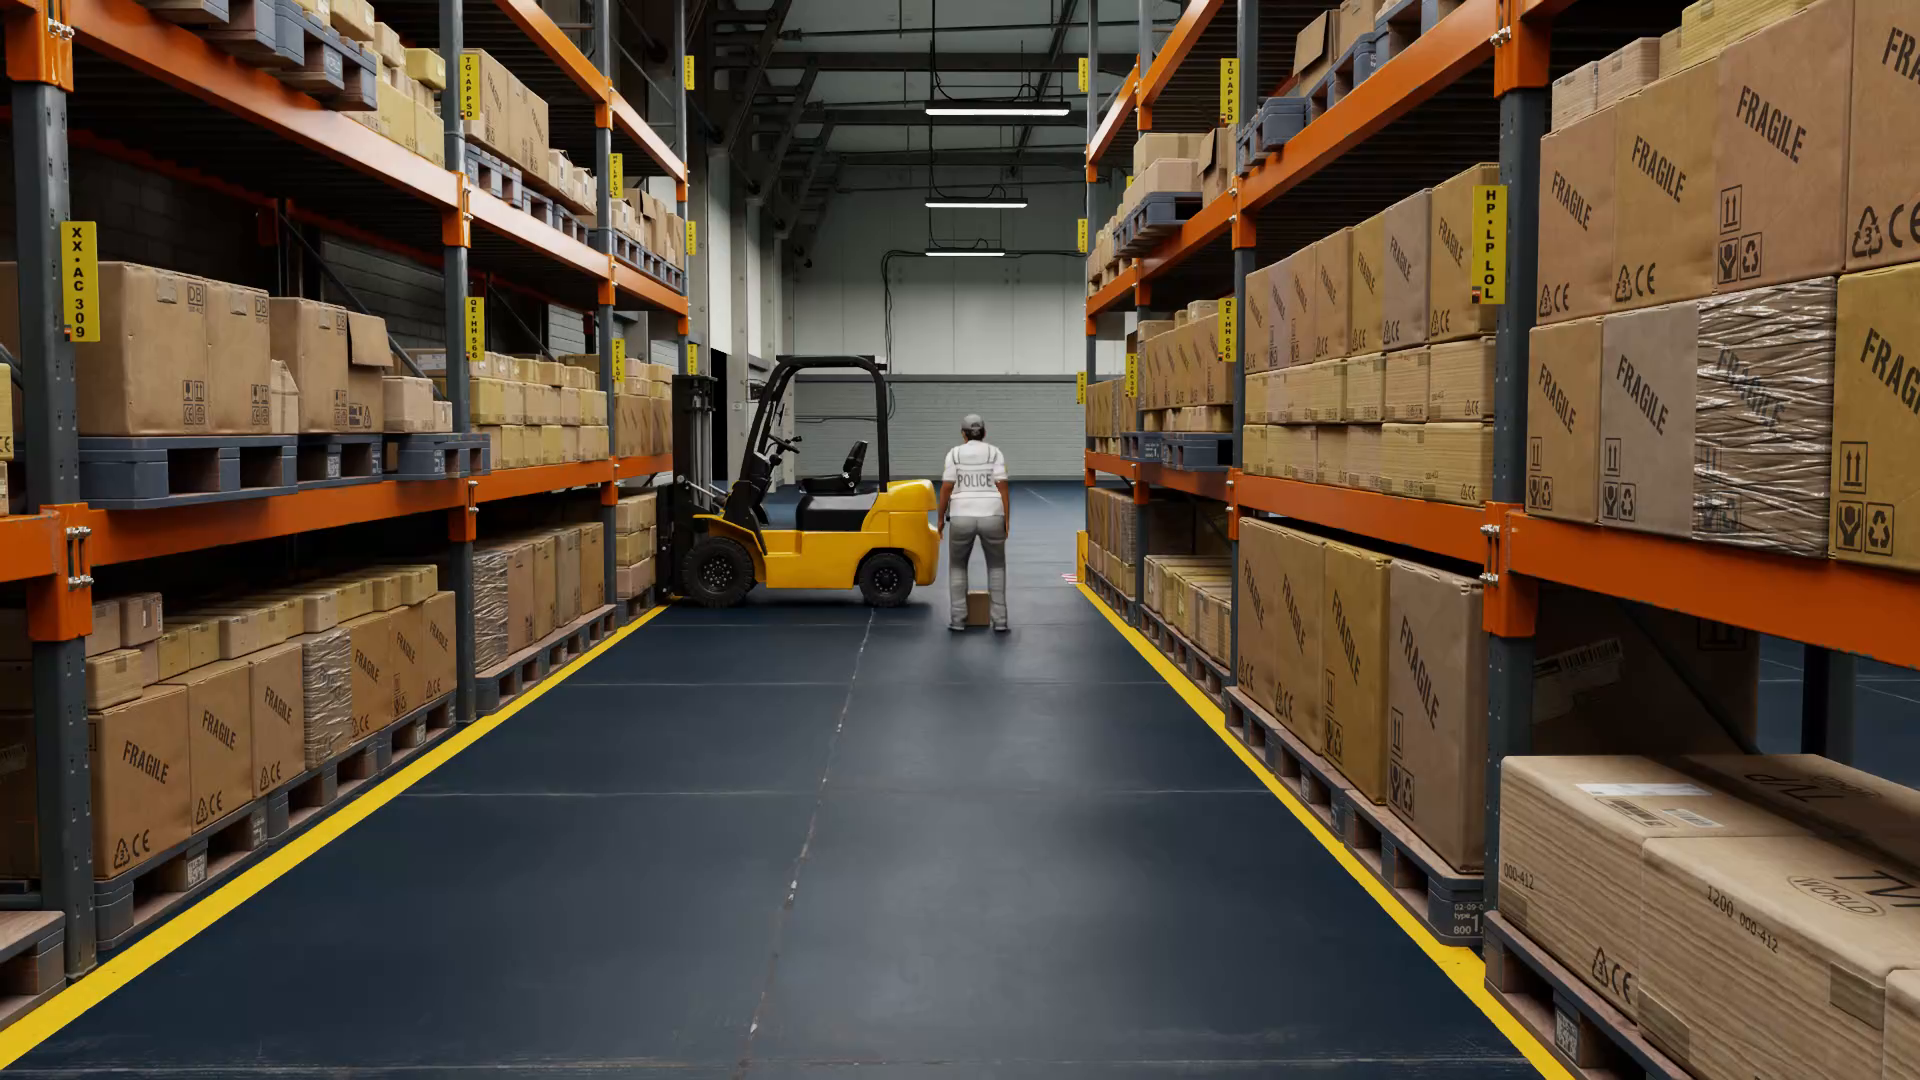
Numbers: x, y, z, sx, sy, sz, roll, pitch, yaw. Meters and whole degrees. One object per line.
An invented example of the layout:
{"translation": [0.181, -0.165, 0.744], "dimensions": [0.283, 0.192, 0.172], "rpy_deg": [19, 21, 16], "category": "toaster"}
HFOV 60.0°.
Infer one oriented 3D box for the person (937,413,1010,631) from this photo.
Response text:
{"translation": [0.100, -0.128, 12.570], "dimensions": [0.547, 1.654, 0.452], "rpy_deg": [0, 4, 0], "category": "person"}
